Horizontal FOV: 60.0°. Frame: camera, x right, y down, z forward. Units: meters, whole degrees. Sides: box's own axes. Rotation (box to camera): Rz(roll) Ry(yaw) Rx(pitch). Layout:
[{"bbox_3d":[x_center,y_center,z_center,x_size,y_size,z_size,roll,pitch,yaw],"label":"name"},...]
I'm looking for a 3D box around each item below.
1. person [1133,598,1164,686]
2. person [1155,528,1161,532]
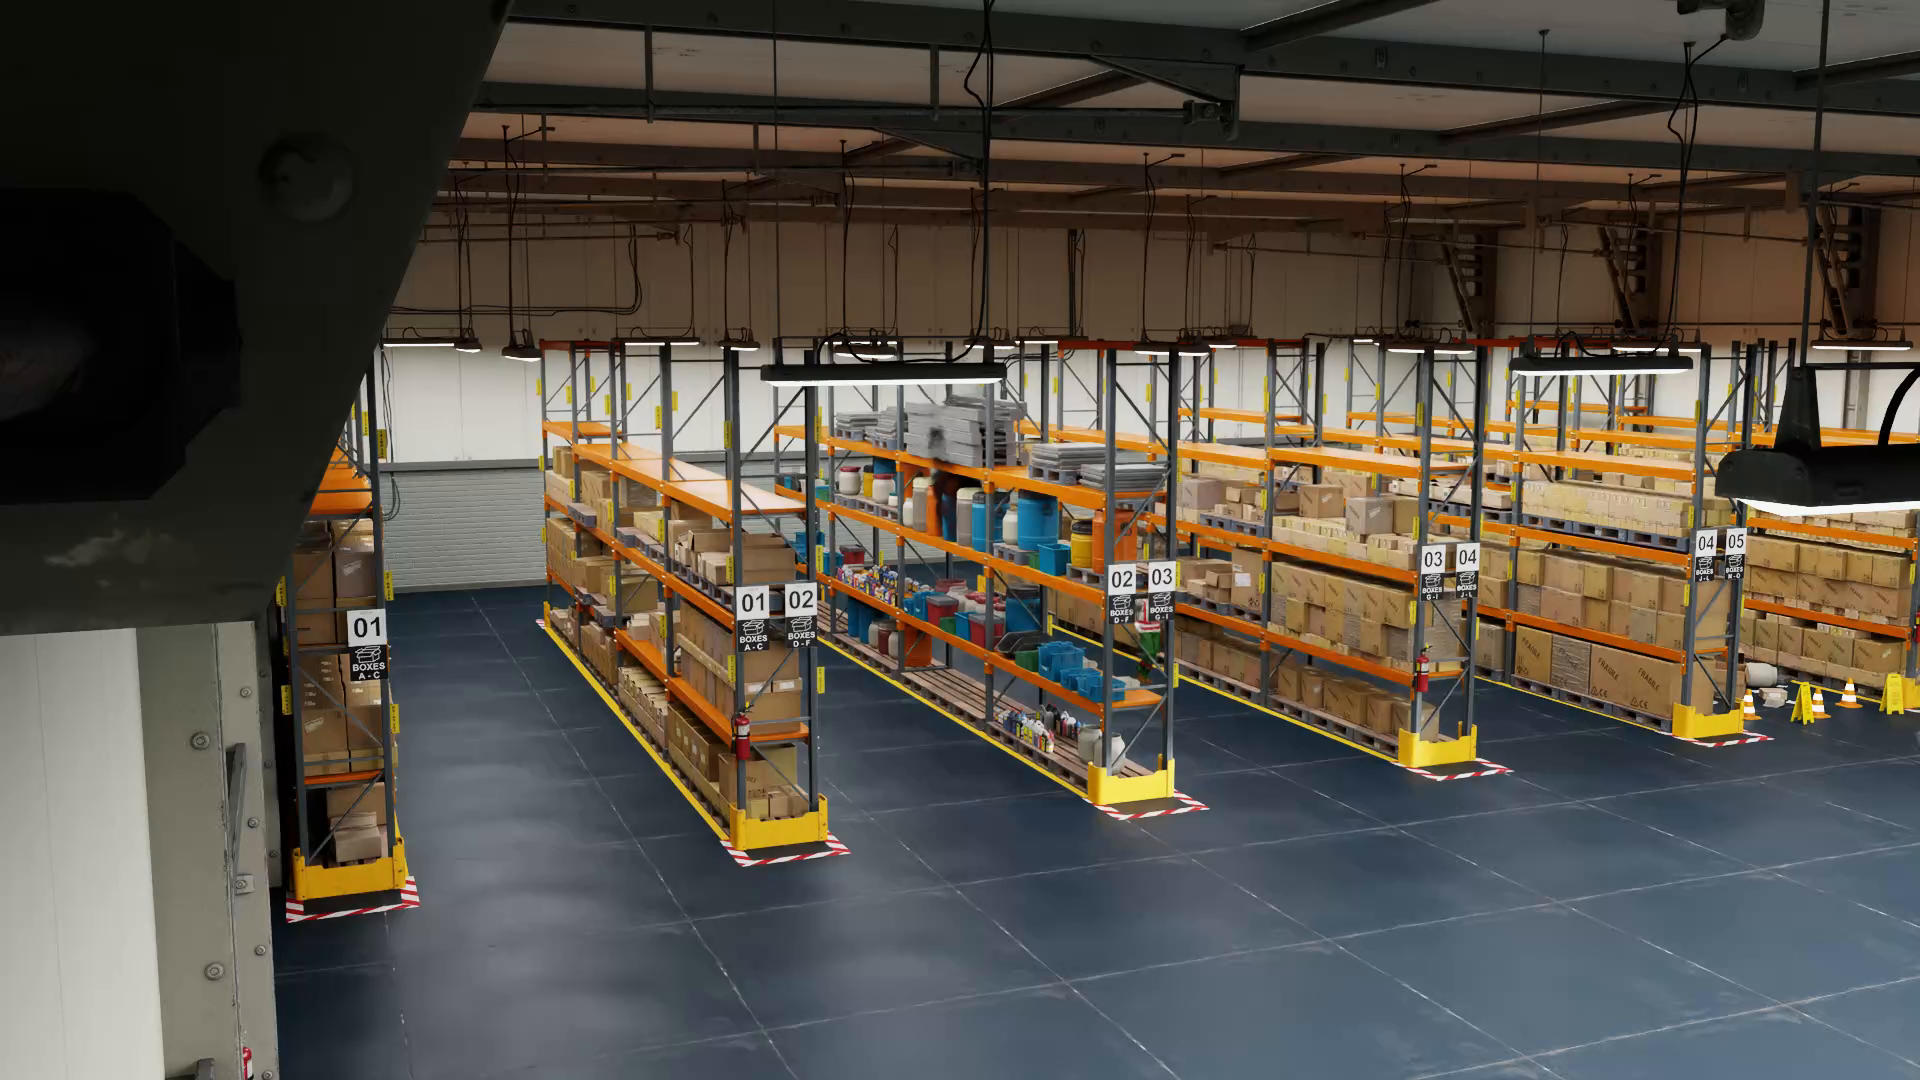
[{"bbox_3d":[3.189,1.564,27.808,0.643,1.791,0.584,-4,9,-29],"label":"person"},{"bbox_3d":[4.500,0.527,38.430,0.704,1.653,0.827,-1,8,-11],"label":"person"}]
